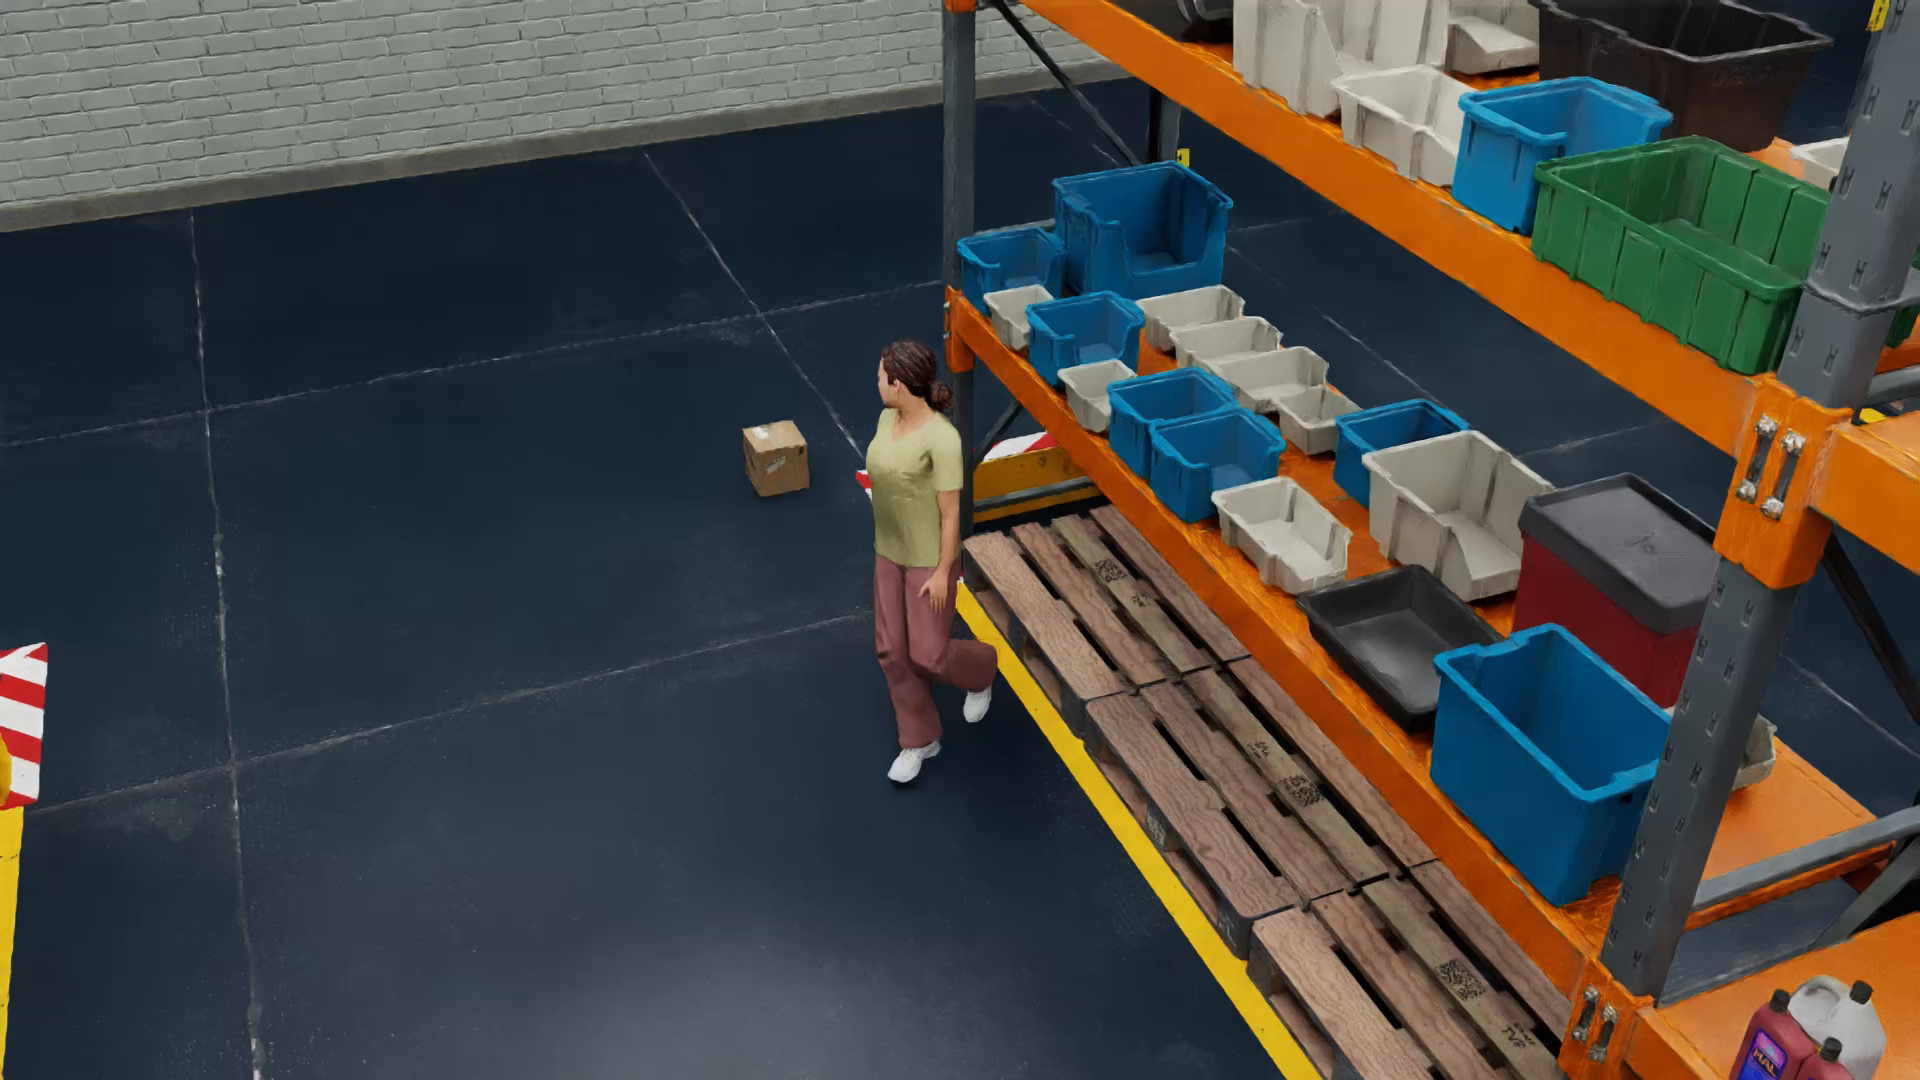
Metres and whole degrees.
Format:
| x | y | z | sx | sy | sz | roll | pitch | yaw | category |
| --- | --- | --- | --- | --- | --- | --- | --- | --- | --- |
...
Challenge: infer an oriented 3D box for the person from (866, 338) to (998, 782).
| x | y | z | sx | sy | sz | roll | pitch | yaw | category |
| --- | --- | --- | --- | --- | --- | --- | --- | --- | --- |
| -0.167 | 0.060 | 6.086 | 0.524 | 1.632 | 0.632 | 28 | 42 | 35 | person |
